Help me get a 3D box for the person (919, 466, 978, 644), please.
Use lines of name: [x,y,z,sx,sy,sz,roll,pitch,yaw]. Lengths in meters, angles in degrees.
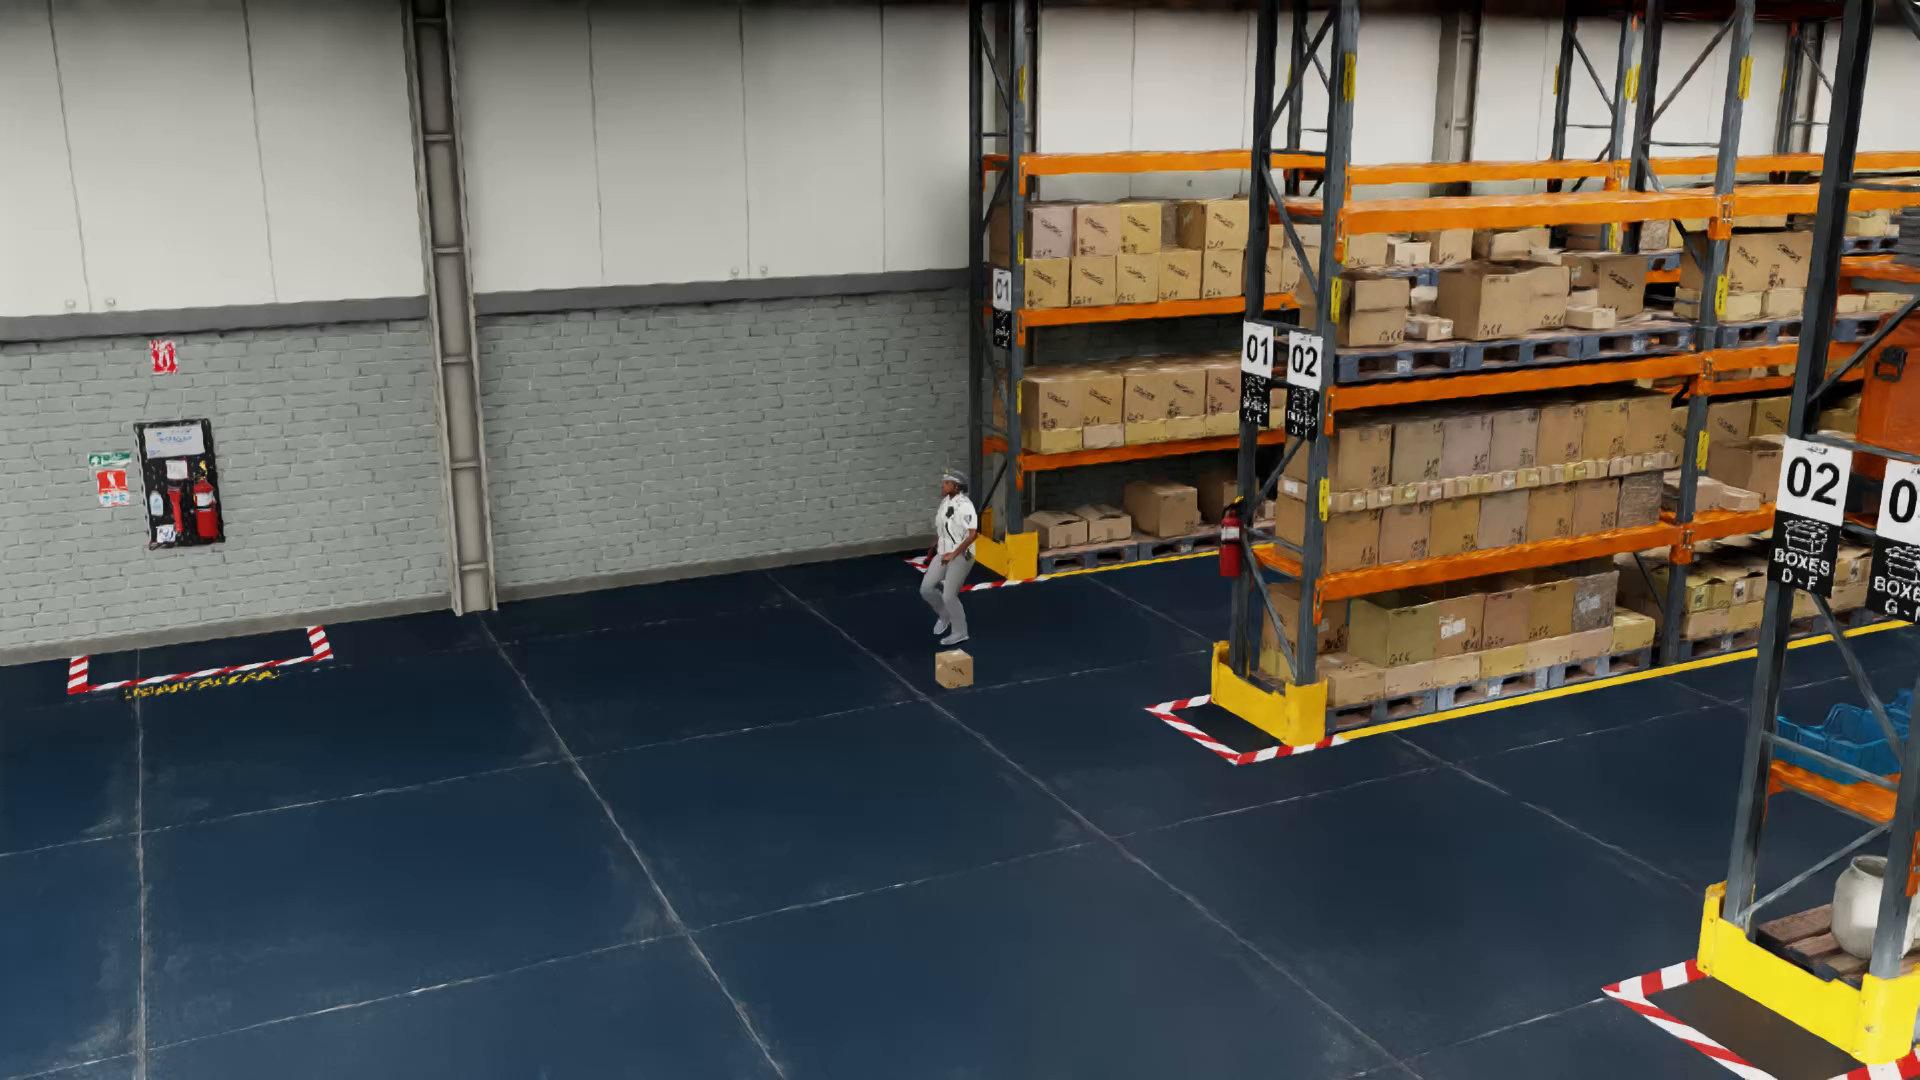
person: [-0.086,0.151,15.219,0.470,1.665,0.617,-11,19,-35]
